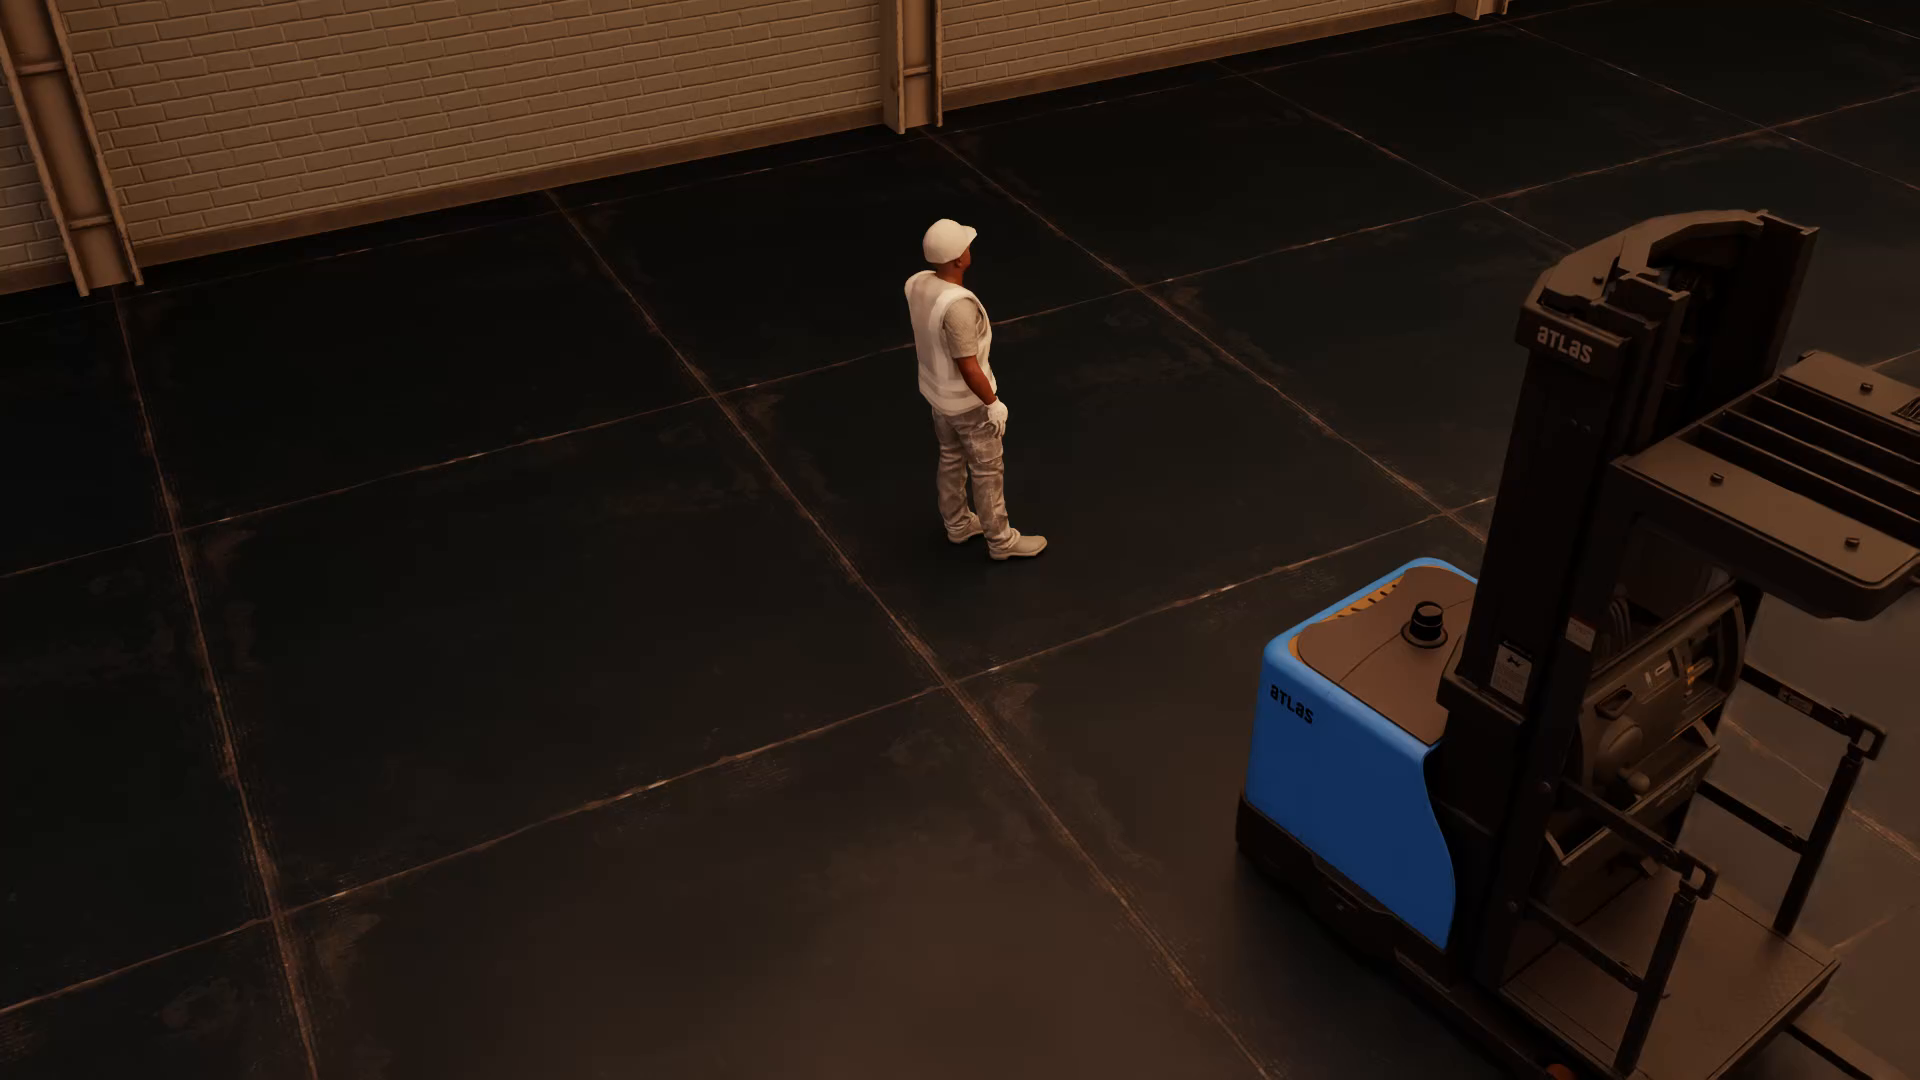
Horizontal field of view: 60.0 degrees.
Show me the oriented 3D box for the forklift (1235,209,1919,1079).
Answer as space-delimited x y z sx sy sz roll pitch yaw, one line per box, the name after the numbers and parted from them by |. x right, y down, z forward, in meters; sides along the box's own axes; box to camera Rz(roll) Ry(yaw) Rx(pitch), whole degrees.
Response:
2.433 0.567 5.321 1.130 2.935 3.031 -24 42 -30 | forklift

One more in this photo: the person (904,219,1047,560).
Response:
0.068 -0.749 8.164 0.577 1.782 0.656 -17 39 -23 | person
